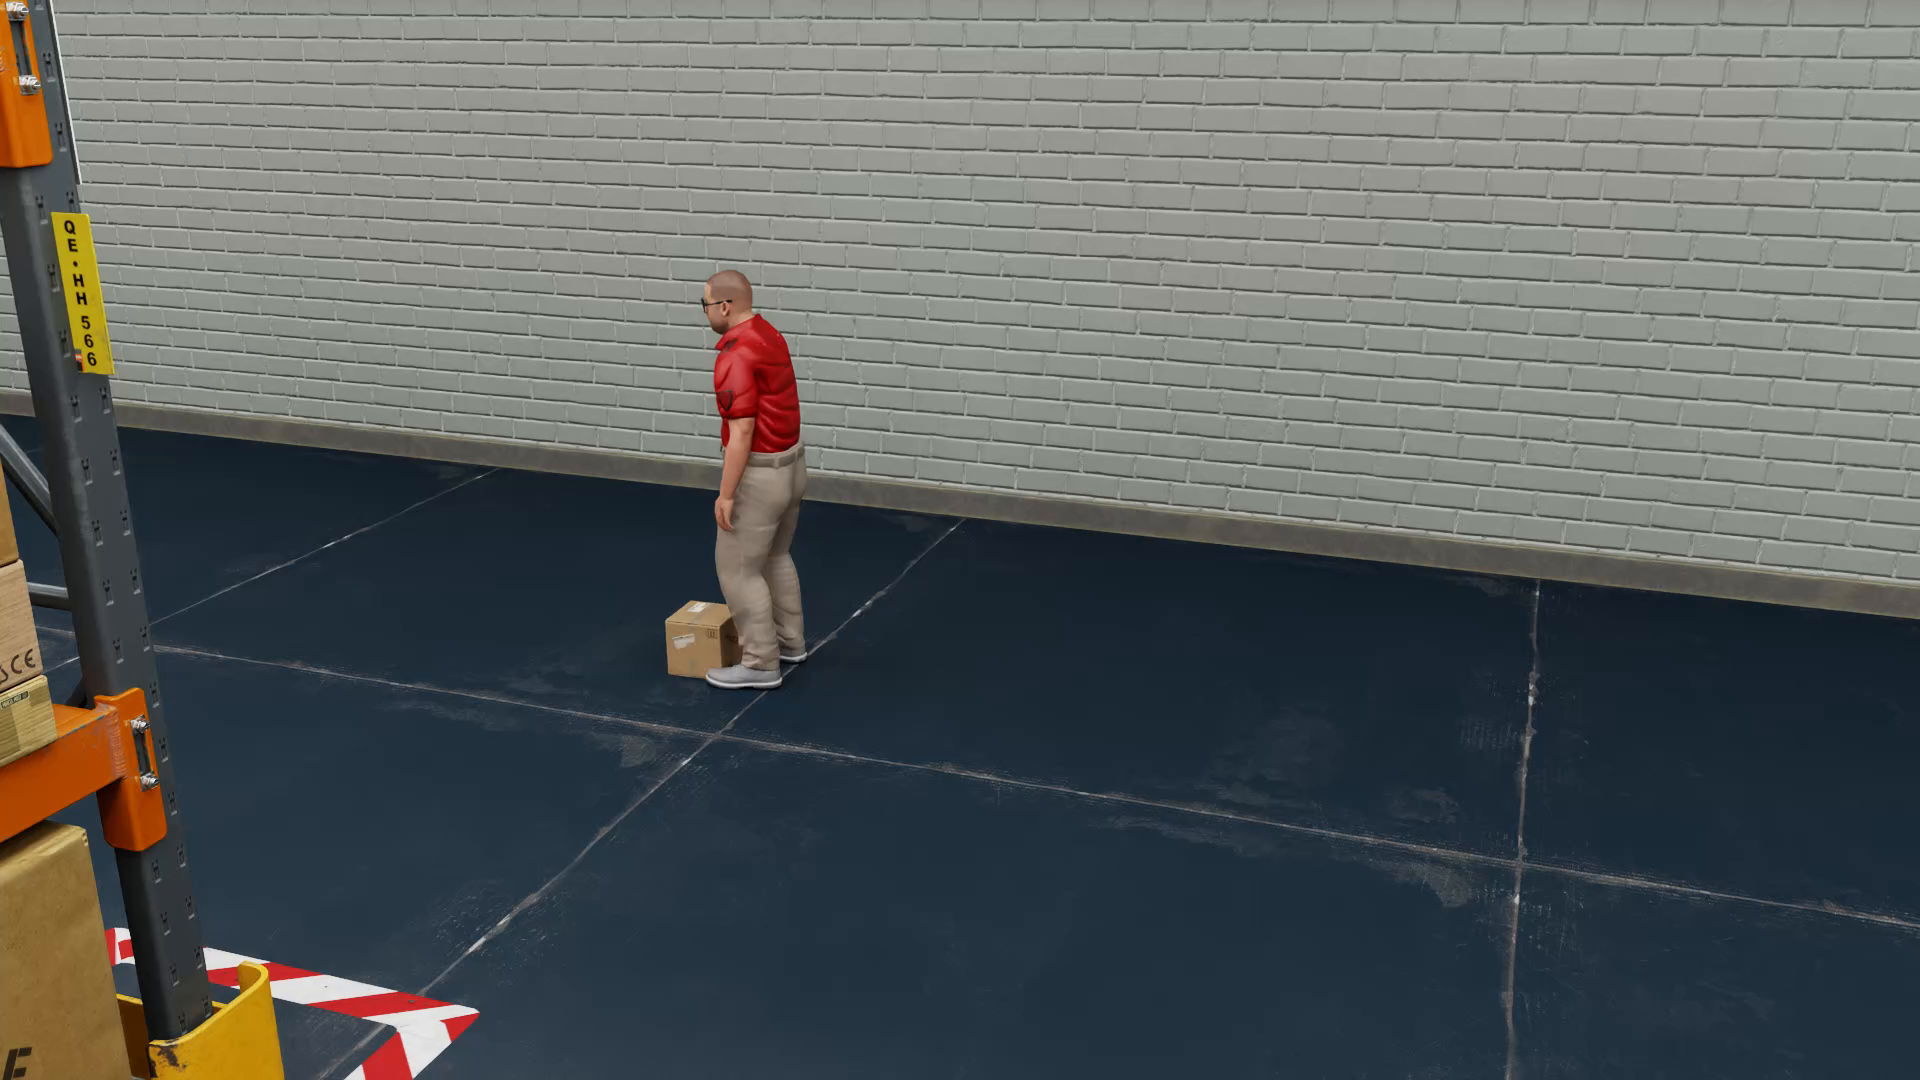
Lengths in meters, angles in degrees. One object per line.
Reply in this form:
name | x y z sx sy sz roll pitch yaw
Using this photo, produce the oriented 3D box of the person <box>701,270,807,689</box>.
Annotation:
person | -0.845 -0.246 6.817 0.393 1.726 0.606 5 19 15
